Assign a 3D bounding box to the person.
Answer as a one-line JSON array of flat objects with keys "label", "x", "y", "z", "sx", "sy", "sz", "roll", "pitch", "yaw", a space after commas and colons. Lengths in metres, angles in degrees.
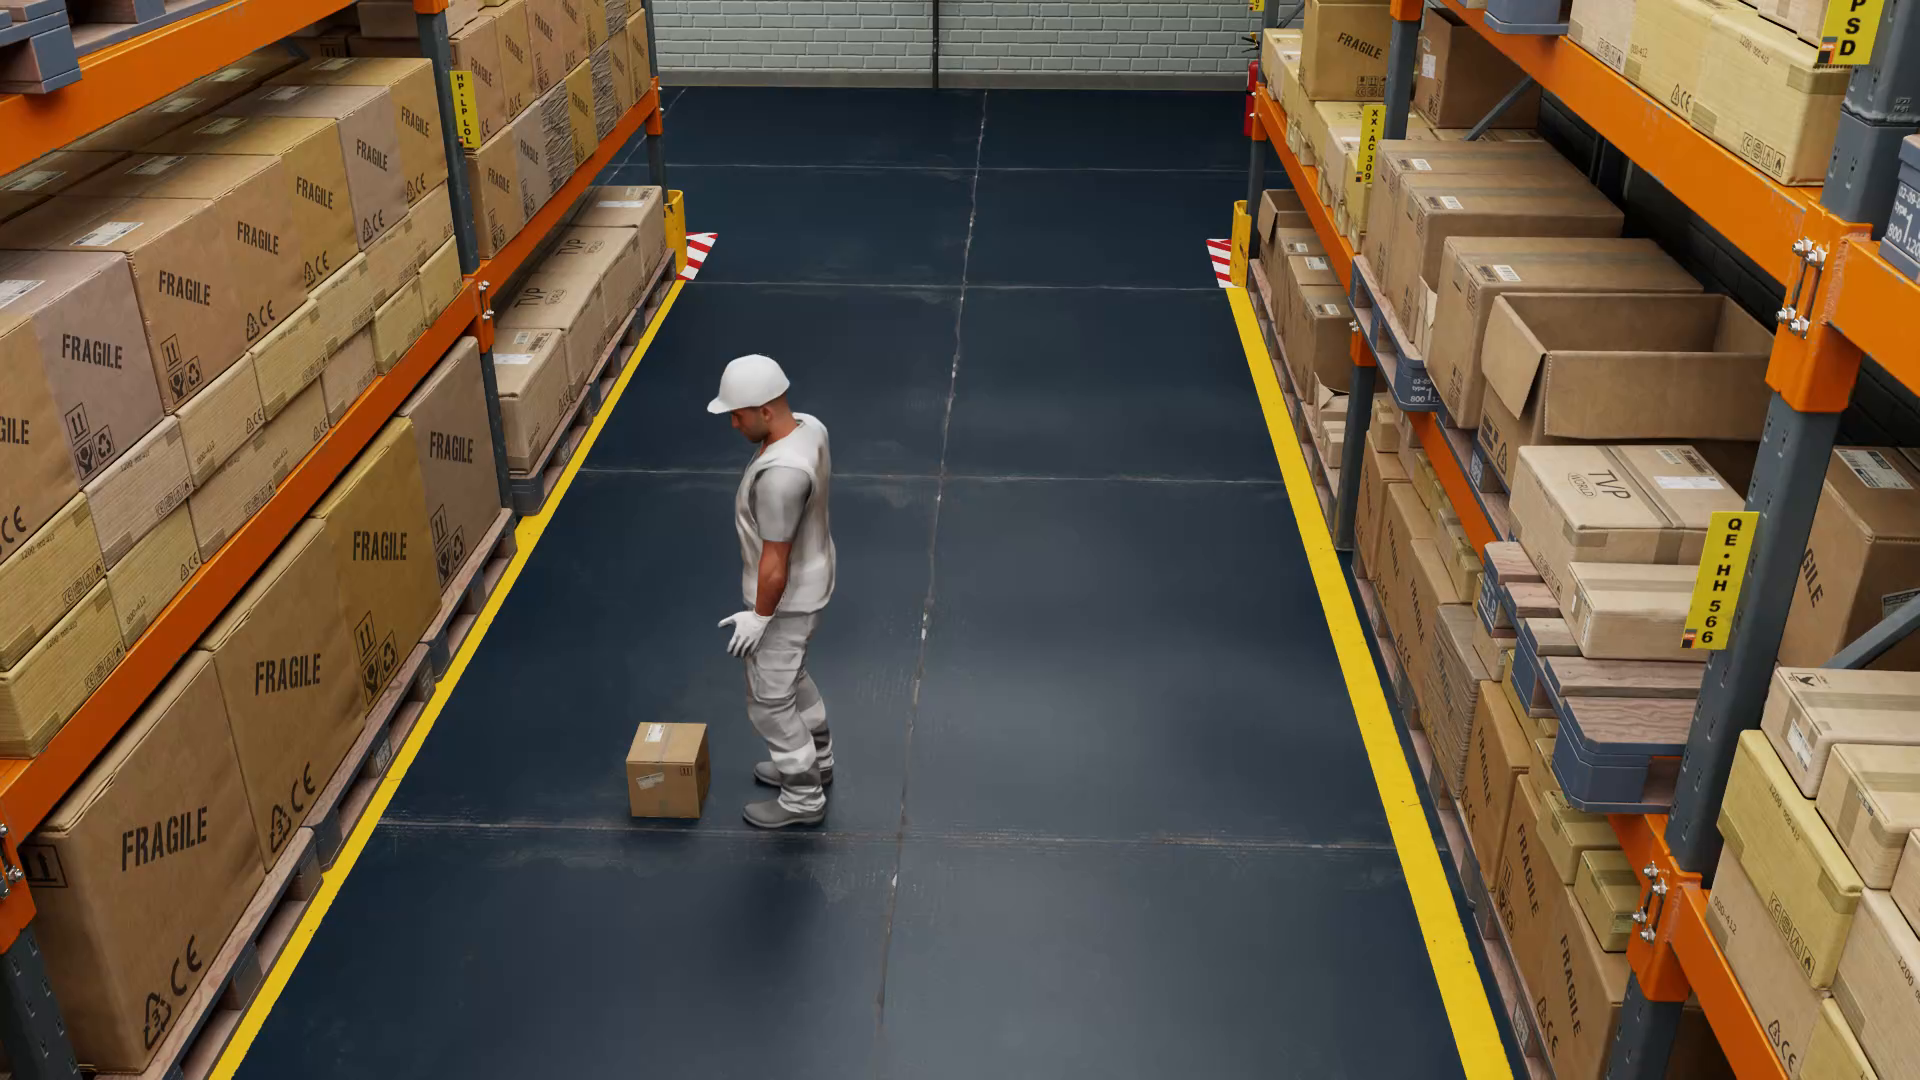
[{"label": "person", "x": -0.627, "y": 0.194, "z": 5.752, "sx": 0.388, "sy": 1.768, "sz": 0.533, "roll": 2, "pitch": 28, "yaw": 3}]
